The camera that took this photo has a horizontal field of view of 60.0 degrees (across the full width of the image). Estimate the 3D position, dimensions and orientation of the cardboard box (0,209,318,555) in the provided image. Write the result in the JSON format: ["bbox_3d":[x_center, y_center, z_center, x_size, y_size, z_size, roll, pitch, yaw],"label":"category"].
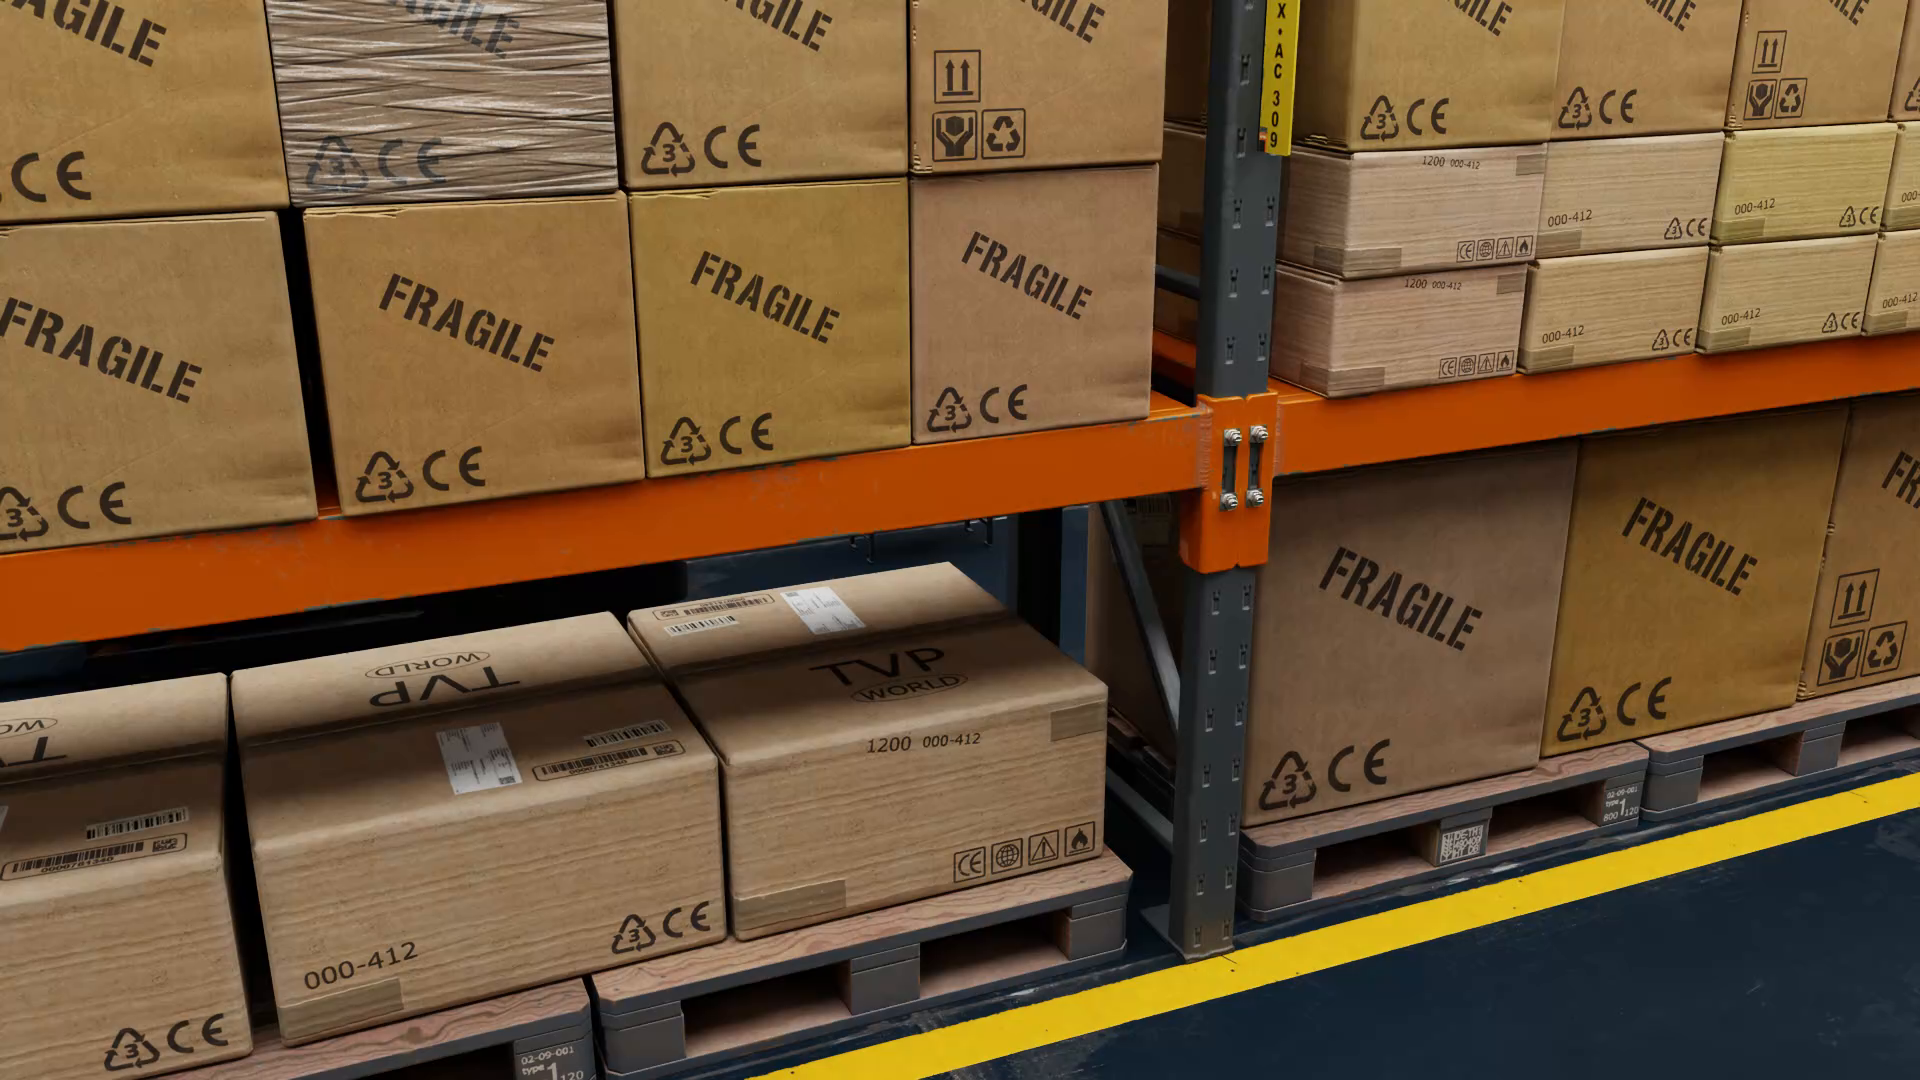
[{"bbox_3d":[-1.363,-0.314,2.746,0.500,0.500,0.500,-7,21,-20],"label":"cardboard box"}]

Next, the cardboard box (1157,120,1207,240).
[{"bbox_3d":[0.683,-0.907,4.054,0.500,0.250,0.500,-8,21,-22],"label":"cardboard box"}]

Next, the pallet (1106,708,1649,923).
[{"bbox_3d":[1.053,0.581,4.554,1.213,0.211,1.003,-8,21,-22],"label":"pallet"}]

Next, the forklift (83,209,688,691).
[{"bbox_3d":[-2.516,-1.091,5.206,3.031,2.935,1.130,-7,21,-19],"label":"forklift"}]

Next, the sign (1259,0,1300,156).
[{"bbox_3d":[0.596,-0.886,3.100,0.005,0.325,0.100,-8,21,-22],"label":"sign"}]

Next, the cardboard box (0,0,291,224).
[{"bbox_3d":[-1.346,-0.785,2.578,0.500,0.500,0.500,-8,21,-22],"label":"cardboard box"}]

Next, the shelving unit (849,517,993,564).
[{"bbox_3d":[-0.152,-0.544,6.261,0.503,1.200,0.258,-8,21,-22],"label":"shelving unit"}]

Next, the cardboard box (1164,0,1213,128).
[{"bbox_3d":[0.685,-1.264,3.939,0.500,0.500,0.500,-7,21,-20],"label":"cardboard box"}]

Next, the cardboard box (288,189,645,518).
[{"bbox_3d":[-0.876,-0.378,2.928,0.500,0.500,0.500,-8,21,-23],"label":"cardboard box"}]

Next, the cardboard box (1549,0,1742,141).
[{"bbox_3d":[1.349,-1.174,3.684,0.500,0.500,0.500,-8,21,-22],"label":"cardboard box"}]

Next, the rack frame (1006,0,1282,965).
[{"bbox_3d":[0.374,-0.610,3.737,0.127,3.000,1.000,-8,21,-22],"label":"rack frame"}]

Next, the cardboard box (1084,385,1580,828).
[{"bbox_3d":[0.912,0.088,4.321,0.875,0.875,0.875,-7,21,-20],"label":"cardboard box"}]

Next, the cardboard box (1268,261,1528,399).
[{"bbox_3d":[0.883,-0.516,3.698,0.500,0.250,0.500,-9,21,-23],"label":"cardboard box"}]

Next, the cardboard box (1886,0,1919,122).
[{"bbox_3d":[2.282,-1.309,4.068,0.500,0.500,0.500,-9,21,-23],"label":"cardboard box"}]

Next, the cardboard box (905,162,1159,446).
[{"bbox_3d":[0.050,-0.518,3.326,0.500,0.500,0.500,-8,21,-21],"label":"cardboard box"}]

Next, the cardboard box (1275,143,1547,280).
[{"bbox_3d":[0.890,-0.747,3.599,0.500,0.250,0.500,-9,21,-23],"label":"cardboard box"}]

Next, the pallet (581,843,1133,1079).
[{"bbox_3d":[-0.355,0.782,3.984,1.213,0.211,1.003,-8,21,-22],"label":"pallet"}]

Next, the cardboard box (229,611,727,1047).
[{"bbox_3d":[-1.066,0.569,3.616,0.875,0.438,0.875,-9,21,-24],"label":"cardboard box"}]

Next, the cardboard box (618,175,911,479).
[{"bbox_3d":[-0.420,-0.449,3.129,0.500,0.500,0.500,-9,21,-23],"label":"cardboard box"}]

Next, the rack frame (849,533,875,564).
[{"bbox_3d":[-0.376,-0.512,6.170,0.015,1.200,0.240,-8,21,-22],"label":"rack frame"}]

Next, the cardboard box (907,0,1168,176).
[{"bbox_3d":[0.051,-0.982,3.139,0.500,0.500,0.500,-8,21,-22],"label":"cardboard box"}]

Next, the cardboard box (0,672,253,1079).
[{"bbox_3d":[-1.895,0.687,3.281,0.875,0.438,0.875,-8,21,-20],"label":"cardboard box"}]

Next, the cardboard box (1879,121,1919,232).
[{"bbox_3d":[2.295,-0.949,4.175,0.500,0.250,0.500,-9,21,-24],"label":"cardboard box"}]

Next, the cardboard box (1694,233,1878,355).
[{"bbox_3d":[1.834,-0.647,4.070,0.500,0.250,0.500,-8,21,-22],"label":"cardboard box"}]

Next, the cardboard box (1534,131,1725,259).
[{"bbox_3d":[1.358,-0.824,3.818,0.500,0.250,0.500,-8,21,-21],"label":"cardboard box"}]

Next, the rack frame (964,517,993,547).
[{"bbox_3d":[0.072,-0.576,6.352,0.015,1.200,0.240,-8,21,-22],"label":"rack frame"}]

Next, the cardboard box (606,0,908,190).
[{"bbox_3d":[-0.419,-0.918,2.957,0.500,0.500,0.500,-8,21,-23],"label":"cardboard box"}]

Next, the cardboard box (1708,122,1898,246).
[{"bbox_3d":[1.832,-0.882,3.984,0.500,0.250,0.500,-8,21,-21],"label":"cardboard box"}]

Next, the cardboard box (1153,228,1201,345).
[{"bbox_3d":[0.687,-0.675,4.148,0.500,0.250,0.500,-9,21,-23],"label":"cardboard box"}]

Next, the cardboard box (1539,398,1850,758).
[{"bbox_3d":[1.738,-0.033,4.666,0.875,0.875,0.875,-8,21,-20],"label":"cardboard box"}]

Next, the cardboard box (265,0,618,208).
[{"bbox_3d":[-0.882,-0.848,2.758,0.500,0.500,0.500,-8,21,-21],"label":"cardboard box"}]

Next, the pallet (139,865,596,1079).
[{"bbox_3d":[-1.477,0.944,3.525,1.213,0.211,1.003,-8,21,-22],"label":"pallet"}]

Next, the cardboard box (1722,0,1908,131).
[{"bbox_3d":[1.810,-1.239,3.869,0.500,0.500,0.500,-9,21,-23],"label":"cardboard box"}]

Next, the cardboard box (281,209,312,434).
[{"bbox_3d":[-1.556,-0.479,3.215,0.500,0.500,0.500,-7,21,-20],"label":"cardboard box"}]

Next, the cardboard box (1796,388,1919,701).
[{"bbox_3d":[2.560,-0.150,4.999,0.875,0.875,0.875,-8,21,-21],"label":"cardboard box"}]

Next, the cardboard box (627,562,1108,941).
[{"bbox_3d":[-0.245,0.451,3.951,0.875,0.438,0.875,-8,21,-23],"label":"cardboard box"}]

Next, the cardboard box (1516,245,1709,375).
[{"bbox_3d":[1.358,-0.585,3.893,0.500,0.250,0.500,-9,21,-23],"label":"cardboard box"}]

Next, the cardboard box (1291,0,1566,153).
[{"bbox_3d":[0.892,-1.099,3.470,0.500,0.500,0.500,-8,21,-21],"label":"cardboard box"}]

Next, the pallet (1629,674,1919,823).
[{"bbox_3d":[2.175,0.419,5.013,1.213,0.211,1.003,-8,21,-22],"label":"pallet"}]

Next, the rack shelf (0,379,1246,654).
[{"bbox_3d":[-1.462,-0.007,3.110,4.000,0.370,1.077,-8,21,-22],"label":"rack shelf"}]

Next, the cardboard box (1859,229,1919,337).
[{"bbox_3d":[2.297,-0.710,4.249,0.500,0.250,0.500,-9,21,-23],"label":"cardboard box"}]

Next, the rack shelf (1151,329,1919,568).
[{"bbox_3d":[2.211,-0.534,4.604,4.000,0.370,1.077,-8,21,-22],"label":"rack shelf"}]
